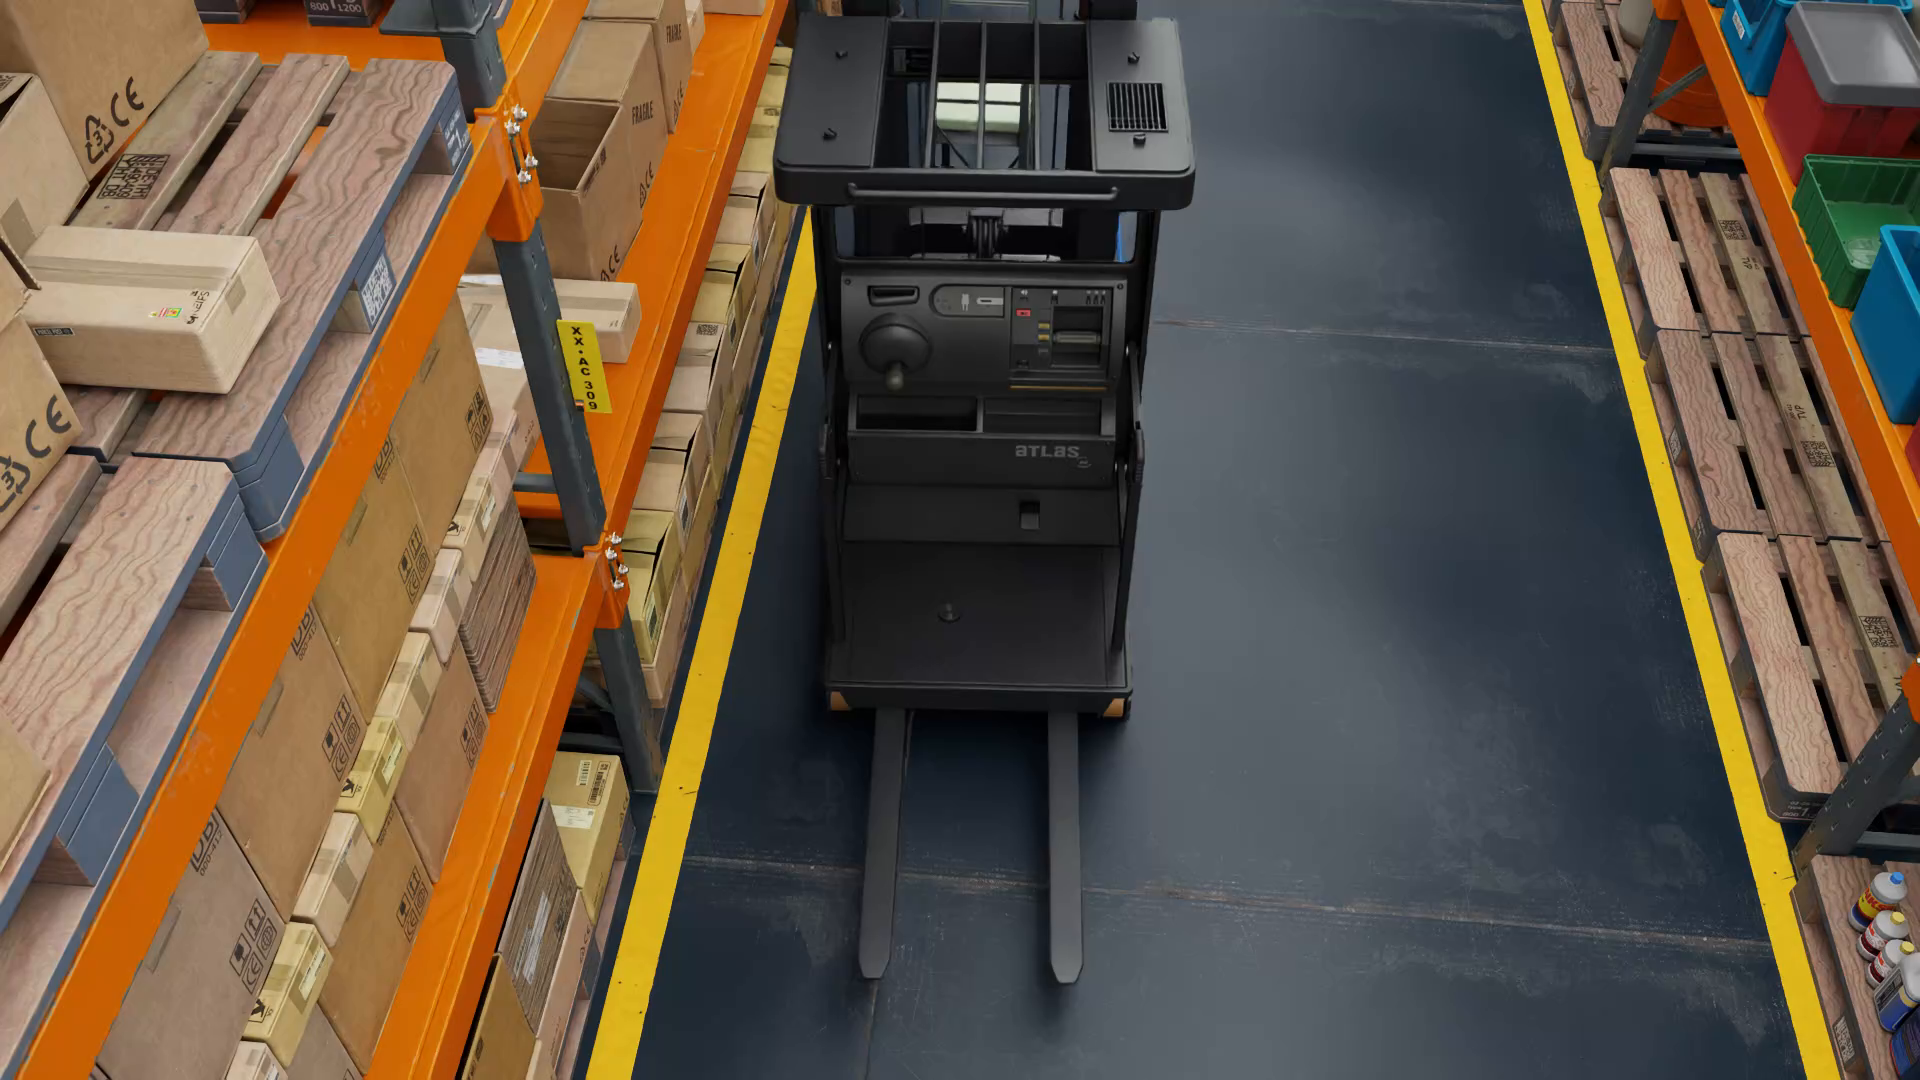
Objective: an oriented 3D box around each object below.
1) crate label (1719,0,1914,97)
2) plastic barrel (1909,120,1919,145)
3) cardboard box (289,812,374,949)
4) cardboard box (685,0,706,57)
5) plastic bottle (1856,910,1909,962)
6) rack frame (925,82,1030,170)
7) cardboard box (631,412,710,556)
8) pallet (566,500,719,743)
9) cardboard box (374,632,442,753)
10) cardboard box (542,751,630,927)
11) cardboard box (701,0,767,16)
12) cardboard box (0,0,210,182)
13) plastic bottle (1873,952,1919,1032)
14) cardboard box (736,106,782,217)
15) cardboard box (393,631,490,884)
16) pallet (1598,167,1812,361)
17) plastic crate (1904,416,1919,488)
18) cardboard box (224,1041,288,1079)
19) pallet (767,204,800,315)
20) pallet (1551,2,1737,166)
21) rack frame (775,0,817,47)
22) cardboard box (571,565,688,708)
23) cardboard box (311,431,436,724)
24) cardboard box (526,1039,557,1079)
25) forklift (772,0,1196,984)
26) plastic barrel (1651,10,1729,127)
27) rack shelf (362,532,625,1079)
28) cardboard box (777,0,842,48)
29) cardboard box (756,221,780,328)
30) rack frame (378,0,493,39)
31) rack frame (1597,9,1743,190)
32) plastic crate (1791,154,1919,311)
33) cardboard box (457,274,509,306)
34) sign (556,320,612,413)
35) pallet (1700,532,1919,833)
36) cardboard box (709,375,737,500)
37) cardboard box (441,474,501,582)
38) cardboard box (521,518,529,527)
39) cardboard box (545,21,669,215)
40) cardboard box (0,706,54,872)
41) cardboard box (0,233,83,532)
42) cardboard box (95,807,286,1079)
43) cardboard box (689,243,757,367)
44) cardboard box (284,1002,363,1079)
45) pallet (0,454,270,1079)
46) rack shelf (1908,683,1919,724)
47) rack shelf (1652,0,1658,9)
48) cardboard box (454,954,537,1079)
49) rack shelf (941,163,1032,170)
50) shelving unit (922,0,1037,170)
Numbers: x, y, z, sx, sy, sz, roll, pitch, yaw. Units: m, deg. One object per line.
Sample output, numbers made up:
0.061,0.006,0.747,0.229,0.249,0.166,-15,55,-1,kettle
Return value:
3.369,-2.087,6.602,0.502,0.435,0.616,4,48,4,crate label
3.809,-1.745,6.237,0.421,0.512,0.421,0,48,0,plastic barrel
-1.497,0.711,3.560,0.380,0.149,0.250,5,48,5,cardboard box
-1.264,-2.097,6.806,0.380,0.149,0.250,7,48,6,cardboard box
2.889,1.228,5.193,0.097,0.201,0.097,0,48,0,plastic bottle
0.065,-1.251,6.873,0.400,1.500,0.023,3,47,3,rack frame
-1.232,-0.241,6.136,0.500,0.311,0.500,3,48,3,cardboard box
-1.540,0.214,6.412,1.003,0.211,1.213,4,48,4,pallet
-1.449,0.345,3.894,0.380,0.149,0.250,4,48,3,cardboard box
-1.393,0.958,5.420,0.500,0.250,0.500,4,48,4,cardboard box
-1.011,-2.359,7.045,0.380,0.149,0.250,4,48,4,cardboard box
-1.877,-1.066,3.212,0.500,0.500,0.500,7,48,7,cardboard box
2.896,1.367,5.014,0.152,0.276,0.135,5,48,5,plastic bottle
-1.047,-1.742,7.509,0.500,0.311,0.500,3,48,3,cardboard box
-1.644,0.497,4.195,0.700,0.500,0.500,3,48,3,cardboard box
3.619,-1.279,7.777,1.003,0.211,1.213,4,48,4,pallet
3.103,-0.246,4.899,0.402,0.464,0.583,4,48,4,plastic crate
-1.542,1.100,3.204,0.380,0.149,0.250,4,48,4,cardboard box
-1.318,-1.579,8.052,1.003,0.211,1.213,4,48,4,pallet
3.759,-2.428,8.828,1.003,0.211,1.213,4,48,4,pallet
-1.204,-3.123,7.573,1.000,3.000,0.127,4,48,4,rack frame
-1.285,0.323,6.001,0.500,0.250,0.500,3,48,3,cardboard box
-1.647,0.043,3.731,0.700,0.500,0.500,4,48,3,cardboard box
-1.479,1.693,4.747,0.500,0.250,0.500,4,48,4,cardboard box
0.072,-0.581,5.295,1.130,2.935,3.031,1,48,1,forklift
3.756,-2.557,8.242,0.600,0.830,0.708,4,48,4,plastic barrel
-1.751,1.529,3.806,1.077,0.370,4.000,4,48,4,rack shelf
-0.878,-2.743,8.622,0.500,0.500,0.500,6,48,5,cardboard box
-1.101,-1.185,7.380,0.500,0.250,0.500,5,48,4,cardboard box
-1.568,-2.208,2.671,1.000,3.000,0.127,4,48,4,rack frame
3.729,-2.787,7.266,1.000,3.000,0.127,4,48,4,rack frame
3.242,-1.075,5.844,0.450,0.188,0.662,4,48,4,plastic crate
-1.671,-0.797,5.537,0.396,0.266,0.258,3,48,3,cardboard box
-1.016,-0.466,4.503,0.100,0.325,0.005,4,48,4,sign
3.397,0.514,6.137,1.003,0.211,1.213,4,48,4,pallet
-1.193,-0.433,6.692,0.500,0.250,0.500,3,48,2,cardboard box
-1.404,-0.040,4.247,0.380,0.149,0.250,3,48,3,cardboard box
-1.817,0.097,5.828,0.500,0.311,0.500,4,48,4,cardboard box
-1.389,-1.536,6.054,0.500,0.500,0.500,4,48,4,cardboard box
-1.509,0.319,1.946,0.500,0.500,0.500,4,48,4,cardboard box
-1.844,-0.218,2.434,0.797,0.503,0.637,9,48,8,cardboard box
-1.740,0.778,3.059,0.700,0.500,0.500,4,48,4,cardboard box
-1.144,-1.003,6.834,0.500,0.311,0.500,5,48,5,cardboard box
-1.739,1.242,3.513,0.700,0.500,0.500,5,48,5,cardboard box
-1.734,0.357,2.418,1.003,0.211,1.213,4,48,4,pallet
3.182,1.865,3.499,1.077,0.370,4.000,4,48,4,rack shelf
3.911,-4.014,8.876,1.077,0.370,4.000,4,48,4,rack shelf
-1.492,1.439,4.471,0.500,0.500,0.500,4,48,4,cardboard box
0.092,-1.298,7.360,0.431,0.370,0.720,3,47,3,rack shelf
0.092,-1.519,7.120,0.431,1.500,0.755,3,47,3,shelving unit
